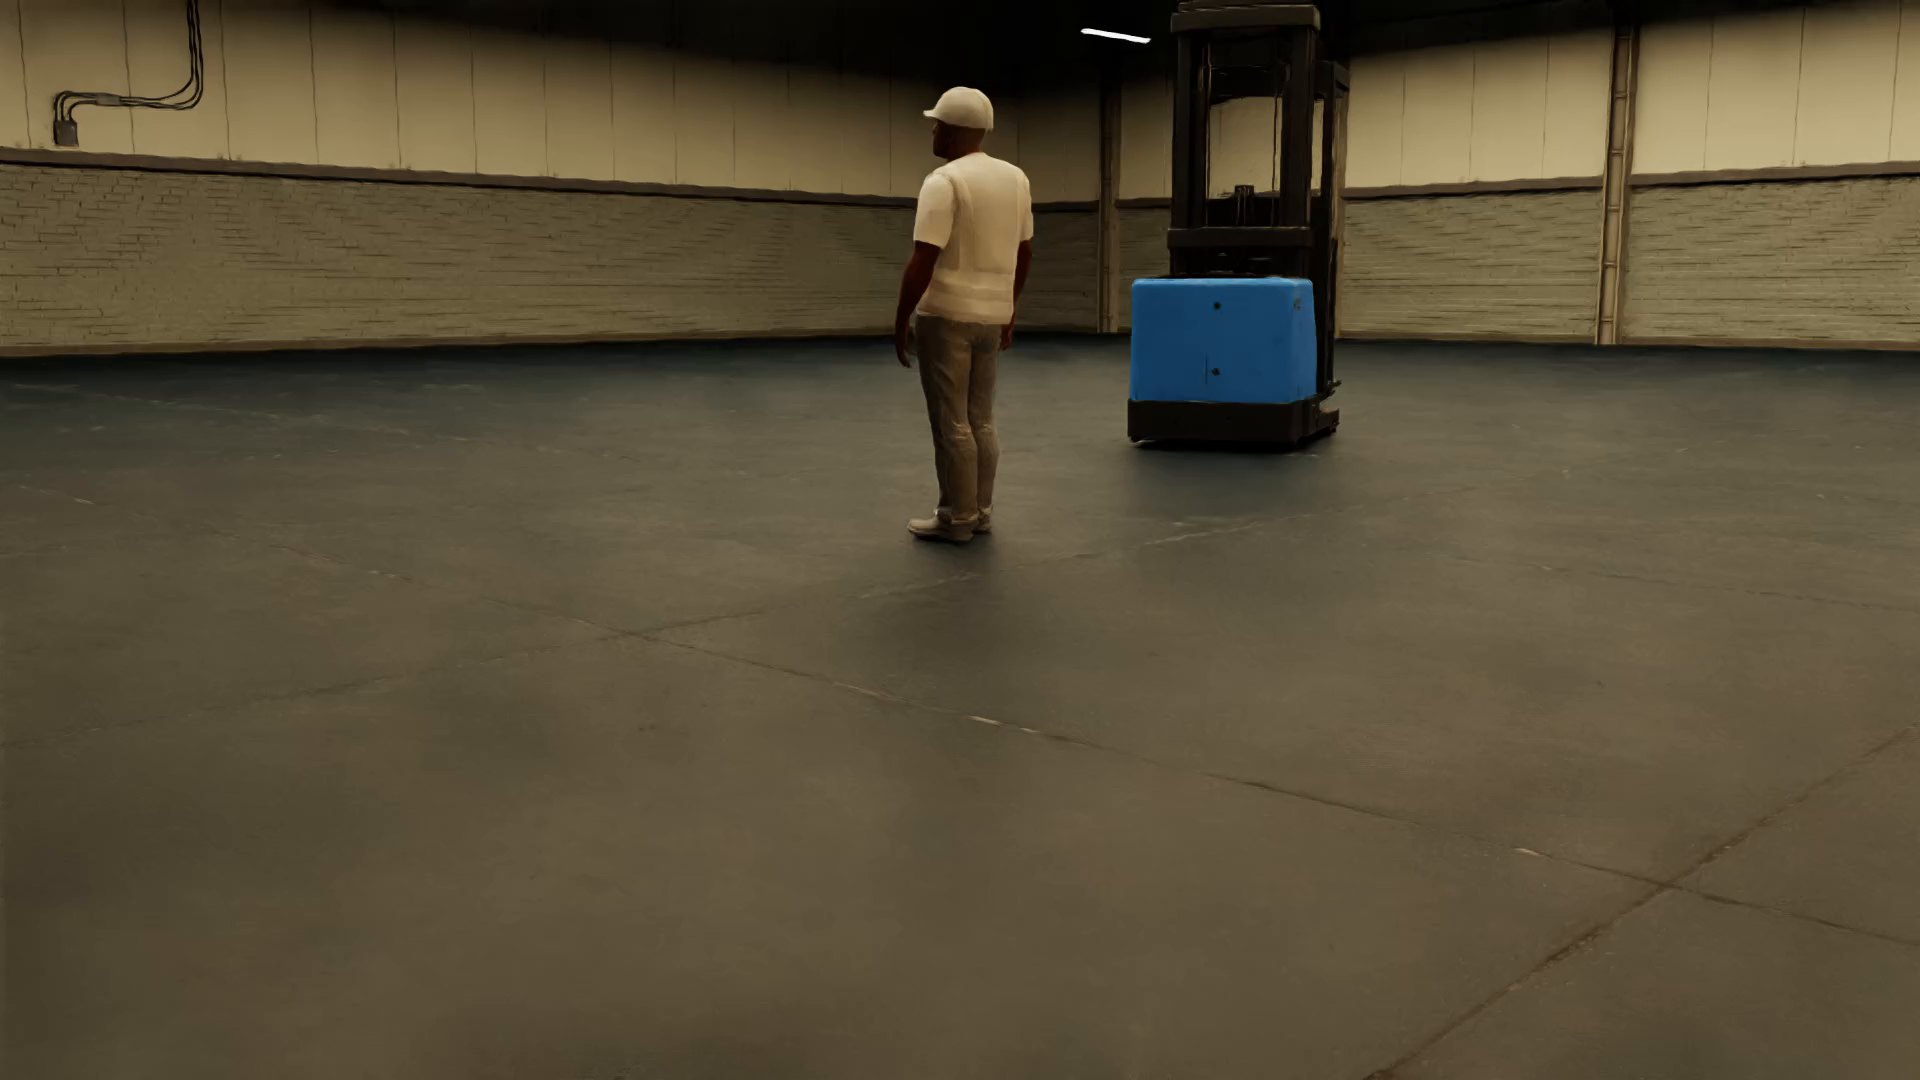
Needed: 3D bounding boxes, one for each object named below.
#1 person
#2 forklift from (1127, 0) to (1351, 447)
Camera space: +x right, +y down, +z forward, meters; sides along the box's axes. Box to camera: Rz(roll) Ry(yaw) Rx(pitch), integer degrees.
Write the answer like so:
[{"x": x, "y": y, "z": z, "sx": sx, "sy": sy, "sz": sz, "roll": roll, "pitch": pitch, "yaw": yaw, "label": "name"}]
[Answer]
[{"x": -0.046, "y": -0.888, "z": 6.636, "sx": 0.576, "sy": 1.766, "sz": 0.665, "roll": 8, "pitch": 12, "yaw": 43, "label": "person"}, {"x": 2.071, "y": -2.213, "z": 11.575, "sx": 1.130, "sy": 2.935, "sz": 3.031, "roll": 3, "pitch": 9, "yaw": 21, "label": "forklift"}]
